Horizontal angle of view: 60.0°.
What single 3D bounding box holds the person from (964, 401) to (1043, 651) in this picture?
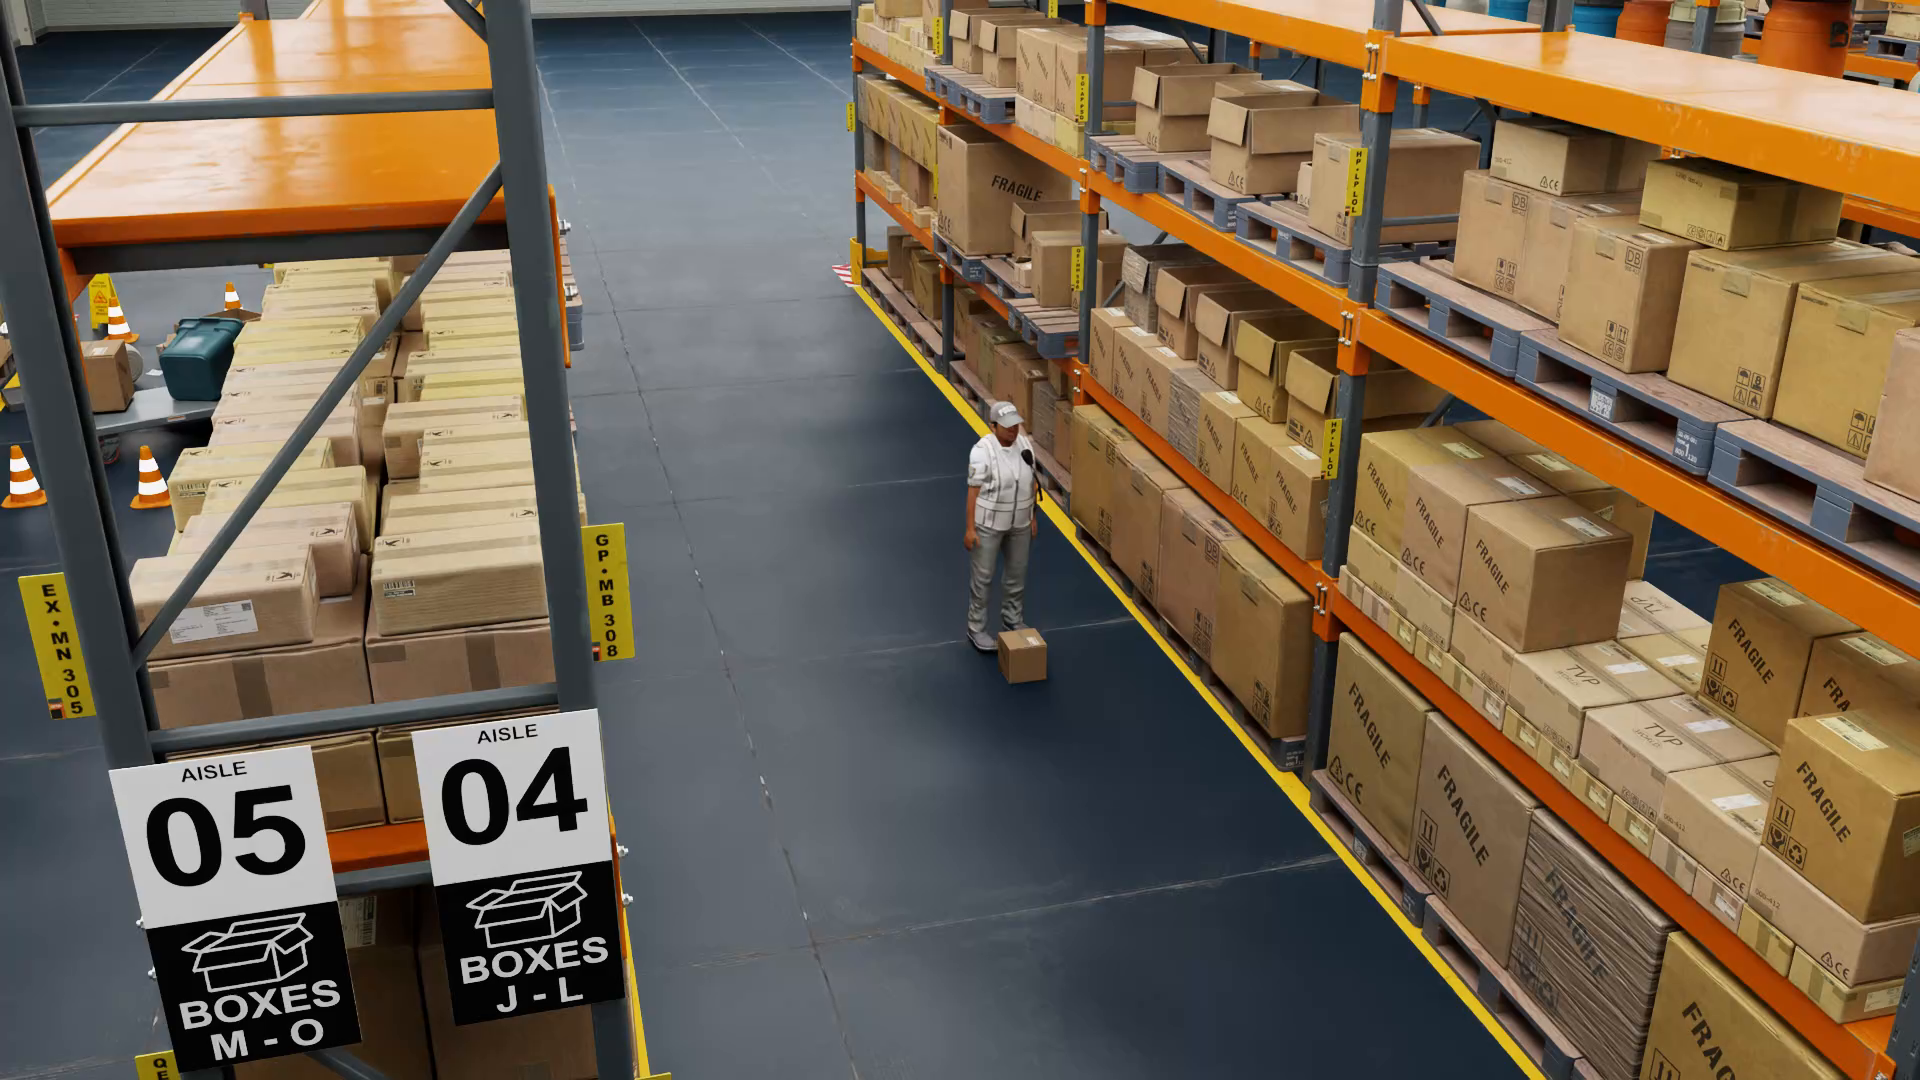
[{"bbox_3d":[0.269,-0.107,10.797,0.533,1.669,0.391,-10,25,-23],"label":"person"}]
